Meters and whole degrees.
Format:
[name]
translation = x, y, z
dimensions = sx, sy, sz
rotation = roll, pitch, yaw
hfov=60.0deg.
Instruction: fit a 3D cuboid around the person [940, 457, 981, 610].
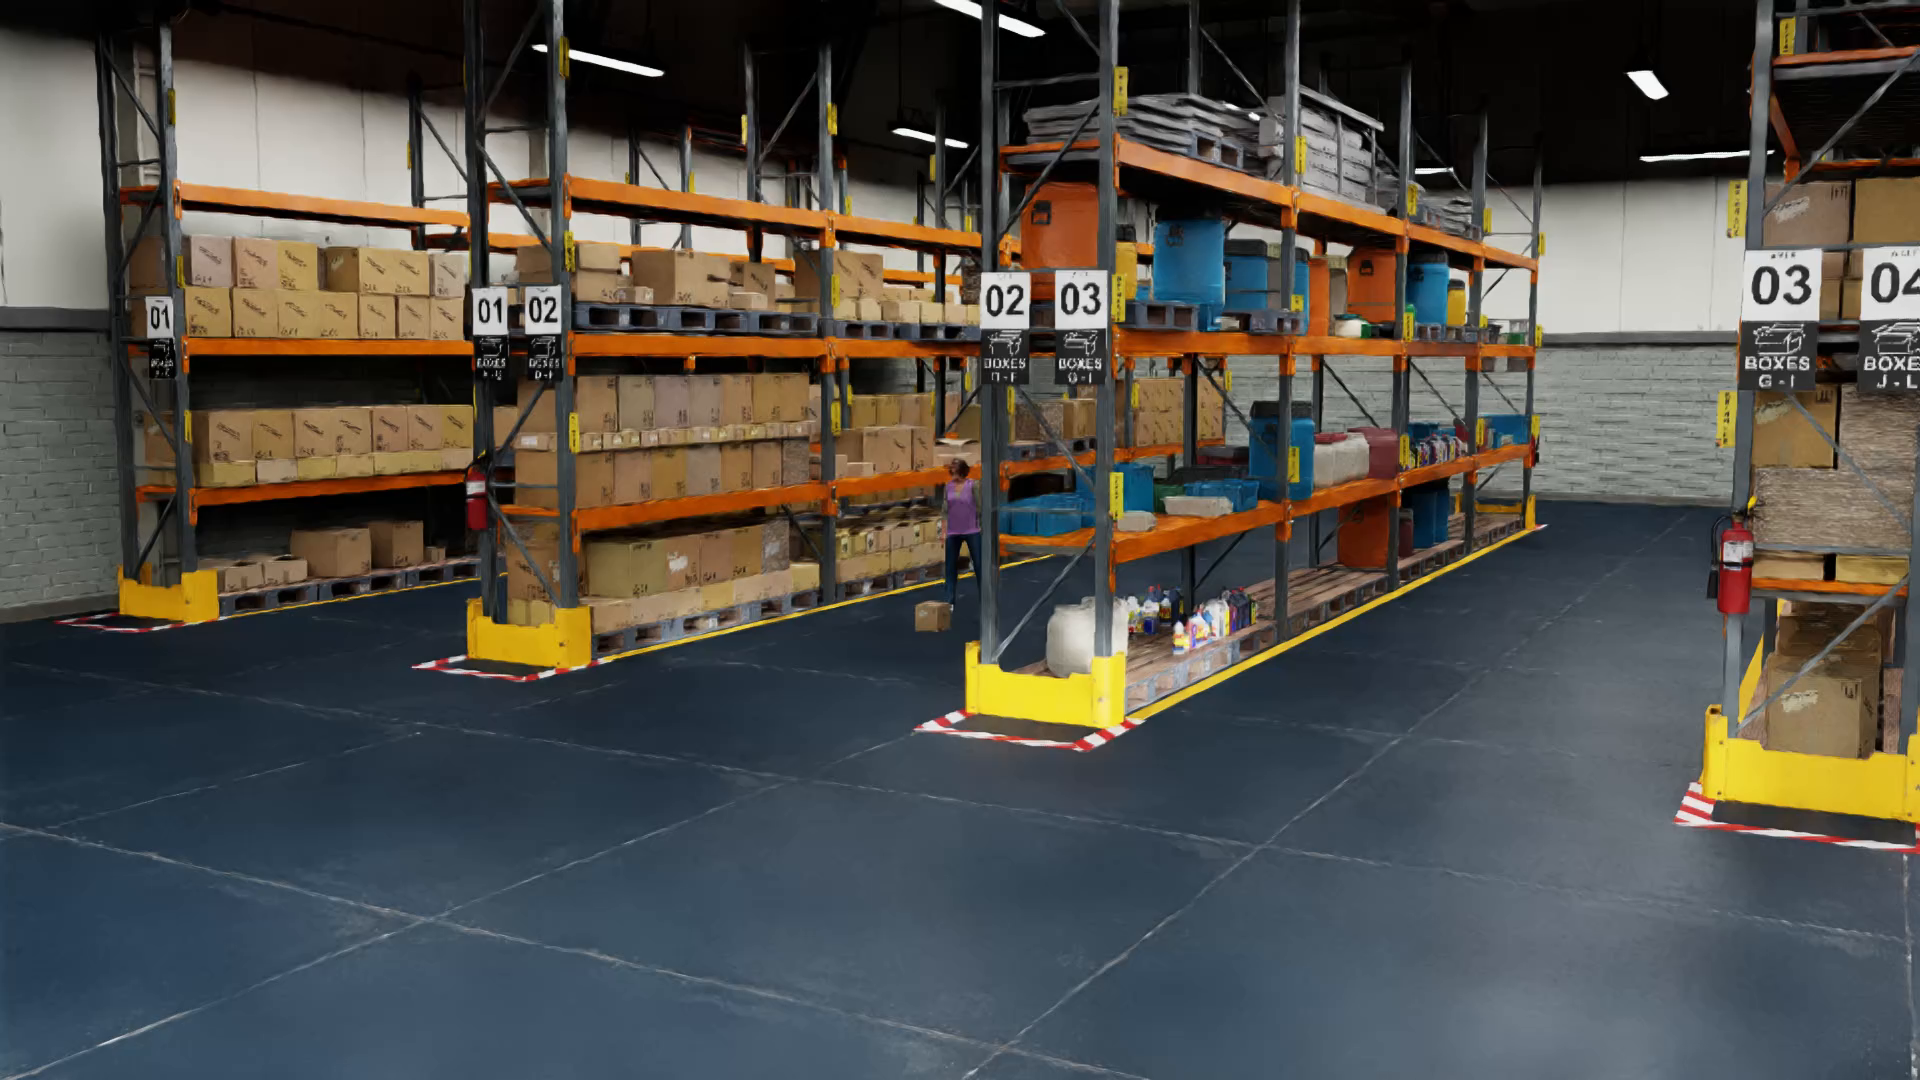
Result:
[person]
translation = 0.073, -0.031, 16.775
dimensions = 0.623, 1.574, 0.448
rotation = 2, 6, 16
